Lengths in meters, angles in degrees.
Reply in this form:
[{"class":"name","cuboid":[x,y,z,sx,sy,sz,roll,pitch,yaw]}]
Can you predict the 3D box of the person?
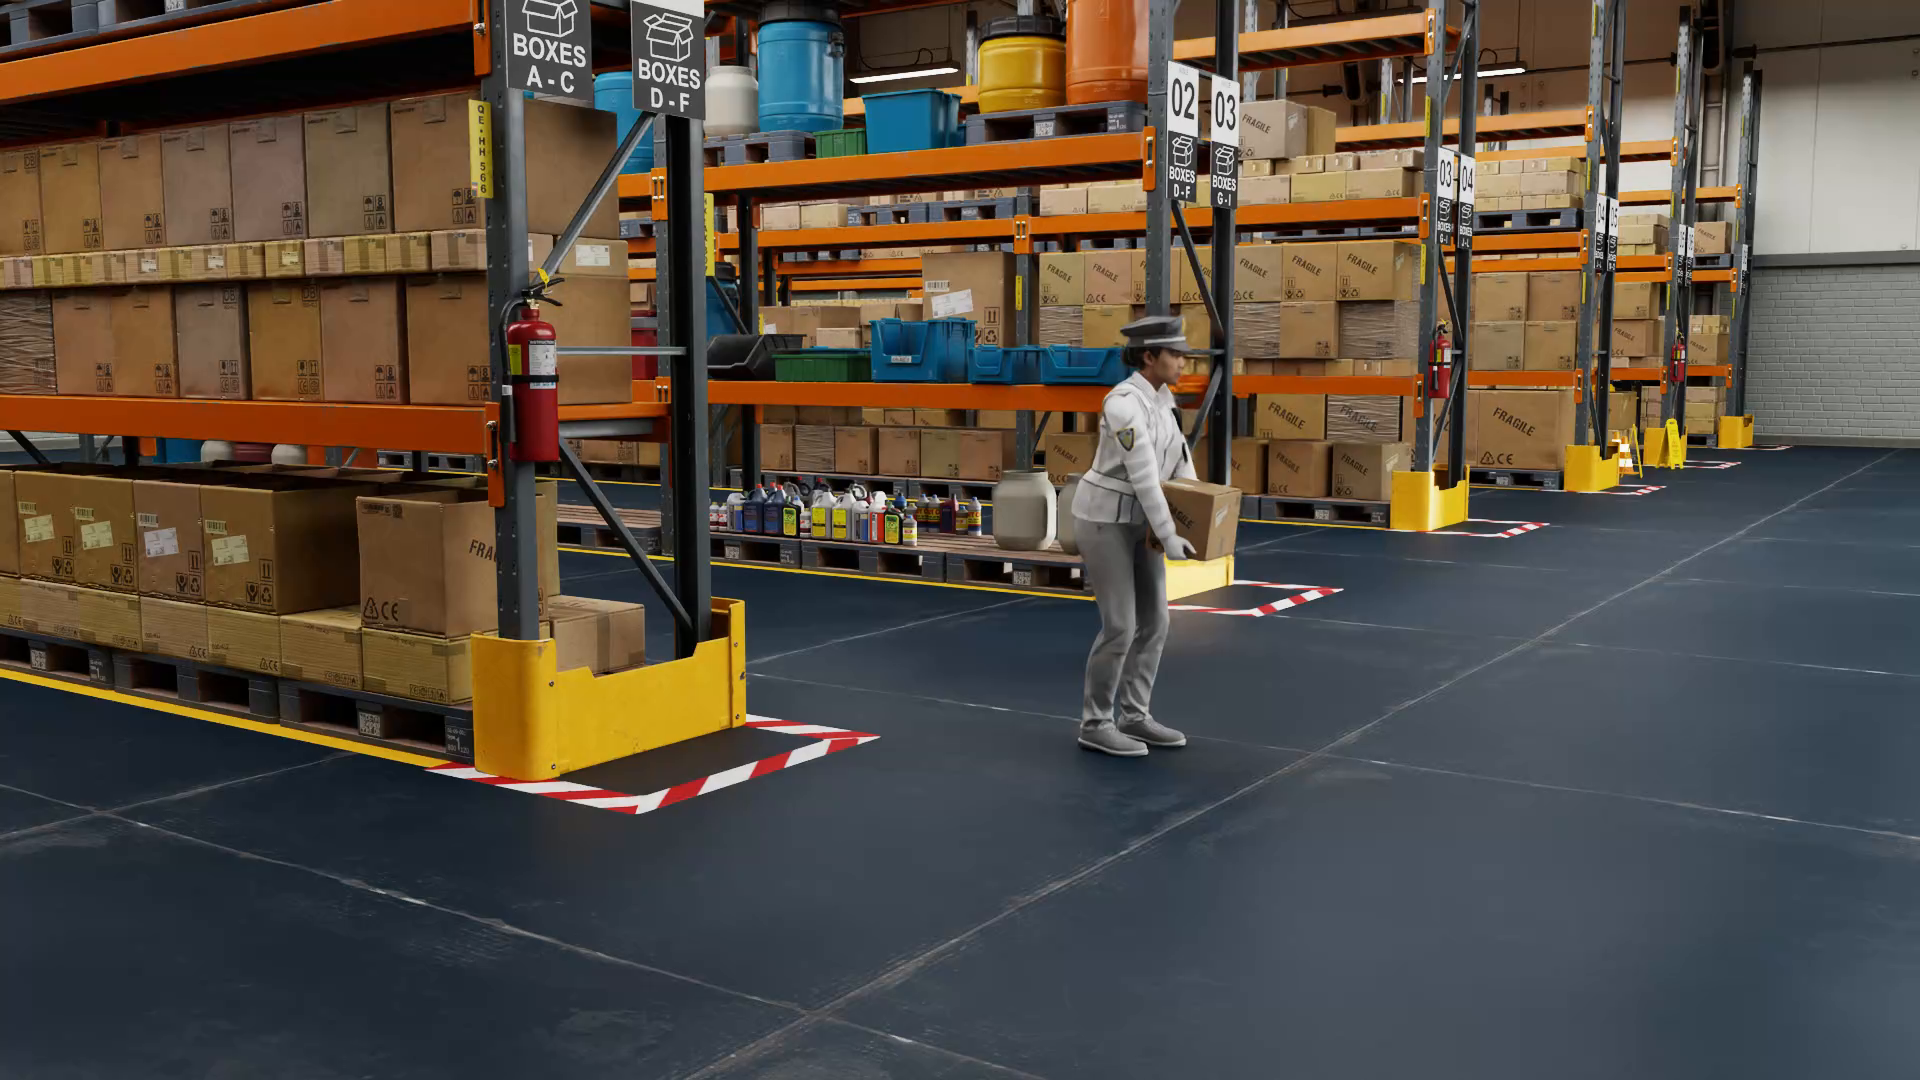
[{"class":"person","cuboid":[0.704,-0.019,6.287,0.549,1.648,0.415,4,8,32]}]
